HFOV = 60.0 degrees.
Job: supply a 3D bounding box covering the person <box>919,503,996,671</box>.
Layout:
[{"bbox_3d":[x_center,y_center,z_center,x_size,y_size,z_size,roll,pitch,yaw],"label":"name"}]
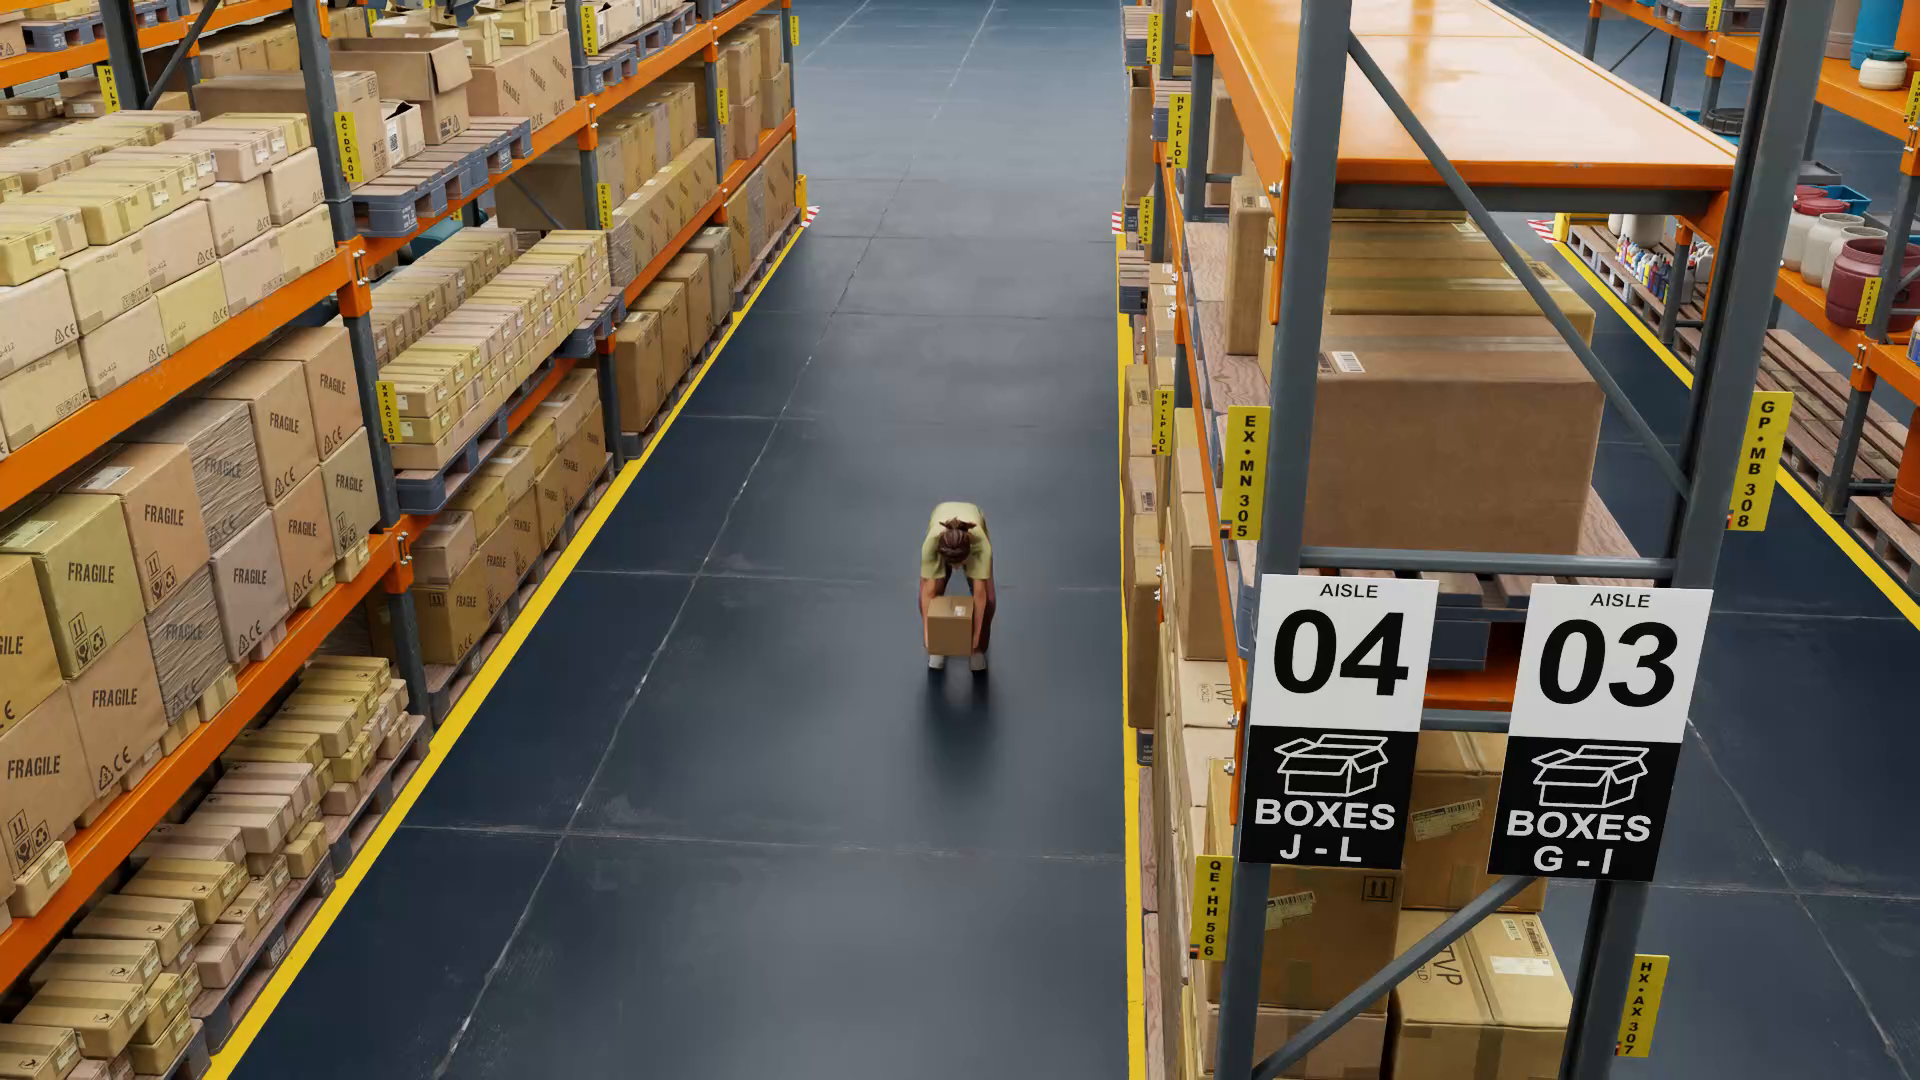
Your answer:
[{"bbox_3d":[-0.020,0.306,9.630,0.451,1.101,0.860,1,25,2],"label":"person"}]
